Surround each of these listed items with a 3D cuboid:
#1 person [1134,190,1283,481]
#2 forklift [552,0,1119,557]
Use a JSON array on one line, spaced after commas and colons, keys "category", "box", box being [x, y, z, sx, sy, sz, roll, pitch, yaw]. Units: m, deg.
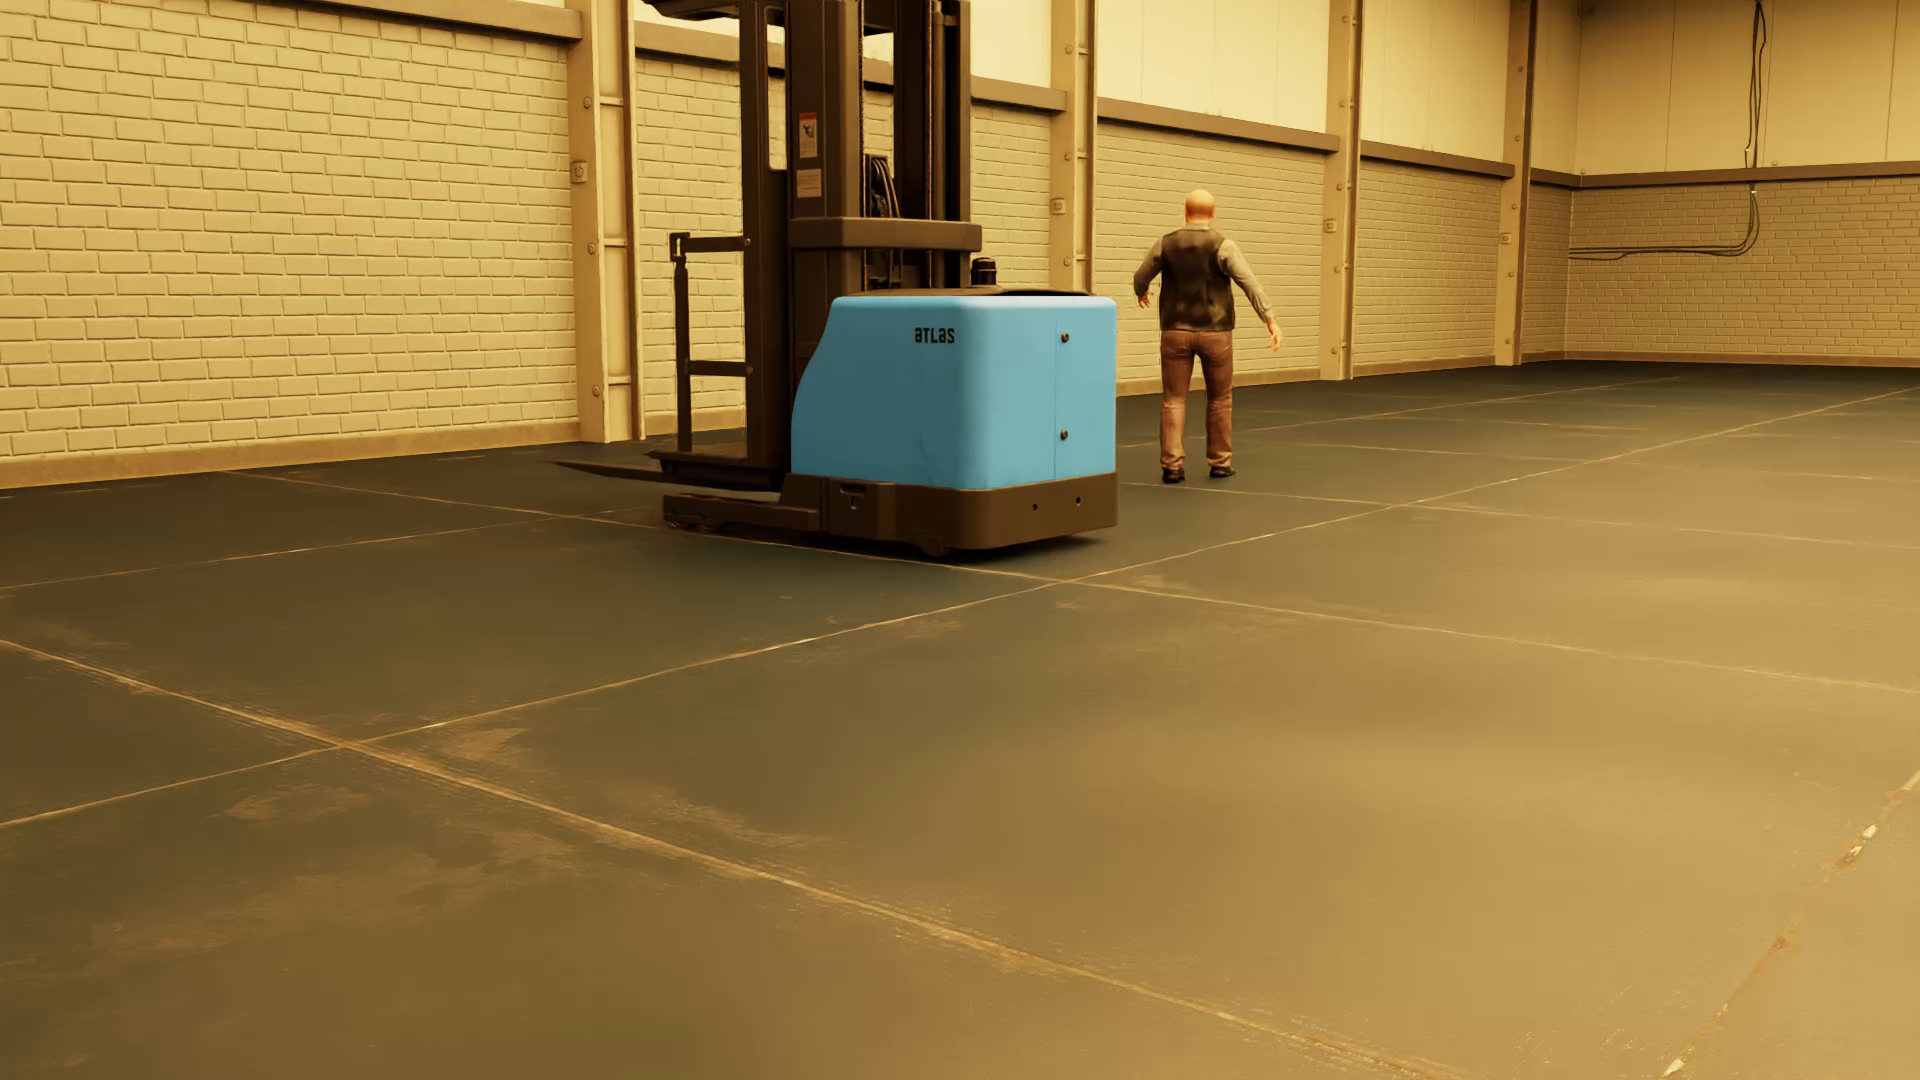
[{"category": "person", "box": [1.450, -1.194, 9.807, 0.954, 1.705, 0.728, 3, 9, 19]}, {"category": "forklift", "box": [-0.753, -1.533, 7.758, 3.031, 2.935, 1.130, 7, 11, 40]}]
